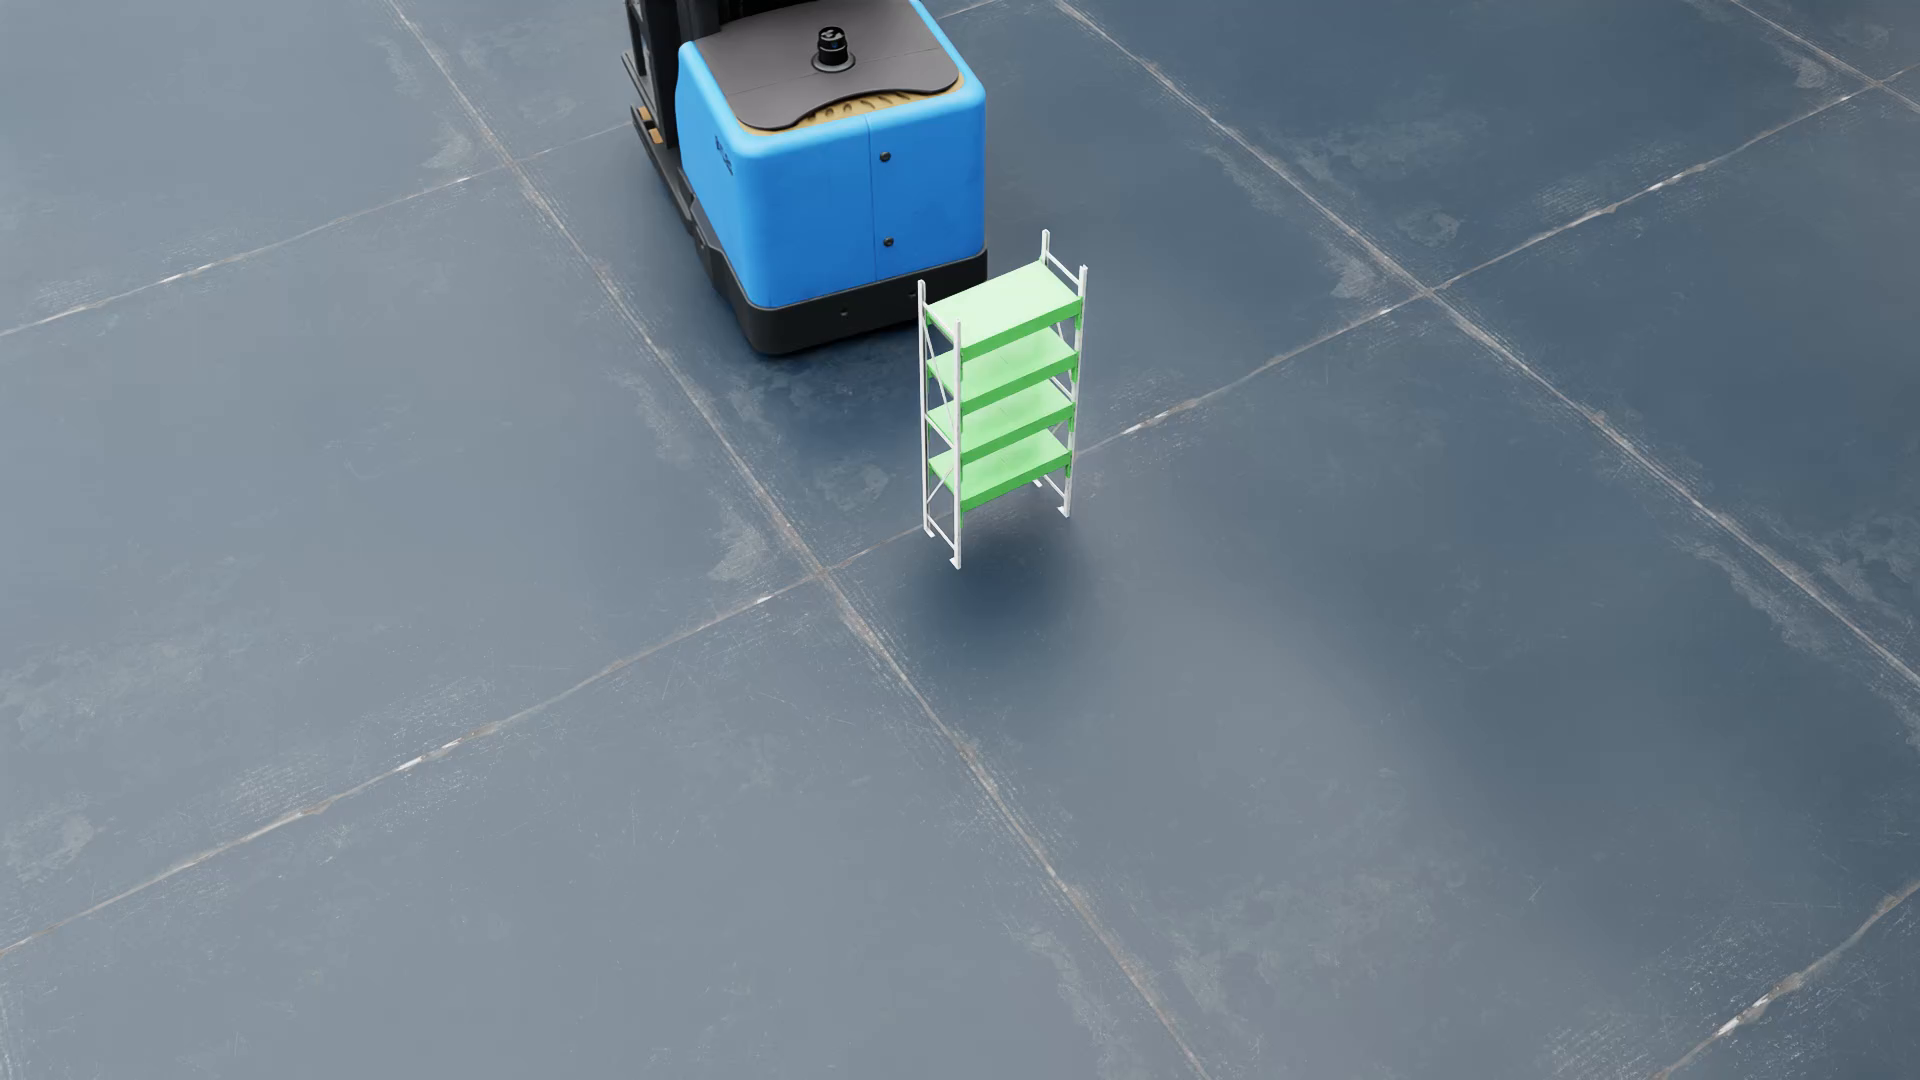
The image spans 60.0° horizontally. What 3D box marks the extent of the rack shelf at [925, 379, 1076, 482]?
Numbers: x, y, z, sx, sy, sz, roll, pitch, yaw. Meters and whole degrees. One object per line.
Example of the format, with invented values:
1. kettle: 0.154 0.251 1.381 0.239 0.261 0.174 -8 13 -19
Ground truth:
1. rack shelf: 0.140 -0.422 5.908 0.480 0.148 0.258 -25 53 -21

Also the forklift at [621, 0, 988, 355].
1. forklift: -0.914 -2.857 6.831 1.130 2.935 3.031 -17 51 -15

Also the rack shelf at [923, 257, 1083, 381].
1. rack shelf: 0.140 -0.742 5.550 0.480 0.148 0.258 -25 53 -21

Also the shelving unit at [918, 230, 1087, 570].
1. shelving unit: 0.140 -0.465 5.861 0.503 1.200 0.258 -25 53 -21

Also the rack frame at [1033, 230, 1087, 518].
1. rack frame: 0.346 -0.562 5.947 0.015 1.200 0.240 -25 53 -21

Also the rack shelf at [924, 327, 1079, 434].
1. rack shelf: 0.140 -0.582 5.729 0.480 0.148 0.258 -25 53 -21

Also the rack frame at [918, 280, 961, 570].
1. rack frame: -0.066 -0.368 5.774 0.015 1.200 0.240 -25 53 -21

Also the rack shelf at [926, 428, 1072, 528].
1. rack shelf: 0.140 -0.263 6.088 0.480 0.148 0.258 -25 53 -21
